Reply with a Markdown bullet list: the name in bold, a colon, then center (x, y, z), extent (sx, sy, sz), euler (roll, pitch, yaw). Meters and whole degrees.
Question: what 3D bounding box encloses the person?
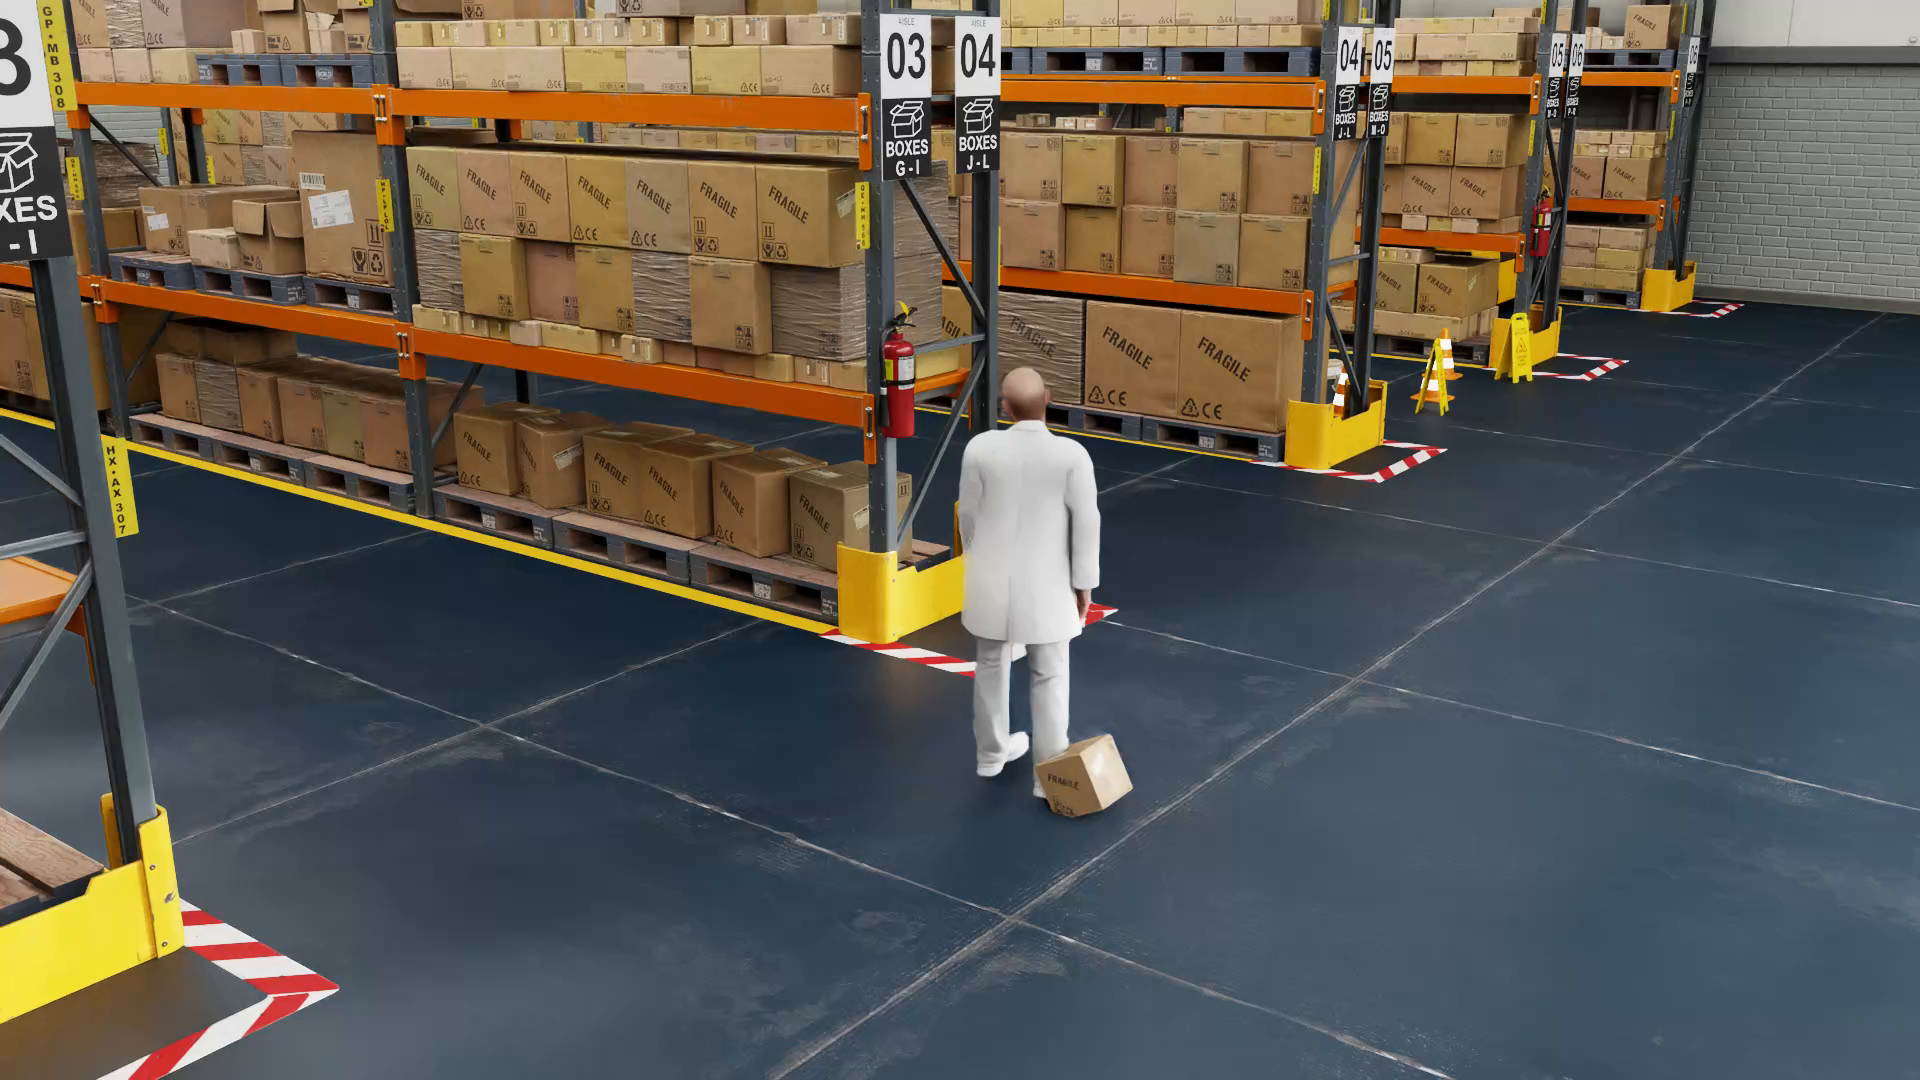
- **person**: center (0.298, 0.157, 6.913), extent (0.595, 1.789, 0.502), euler (4, 17, 14)
